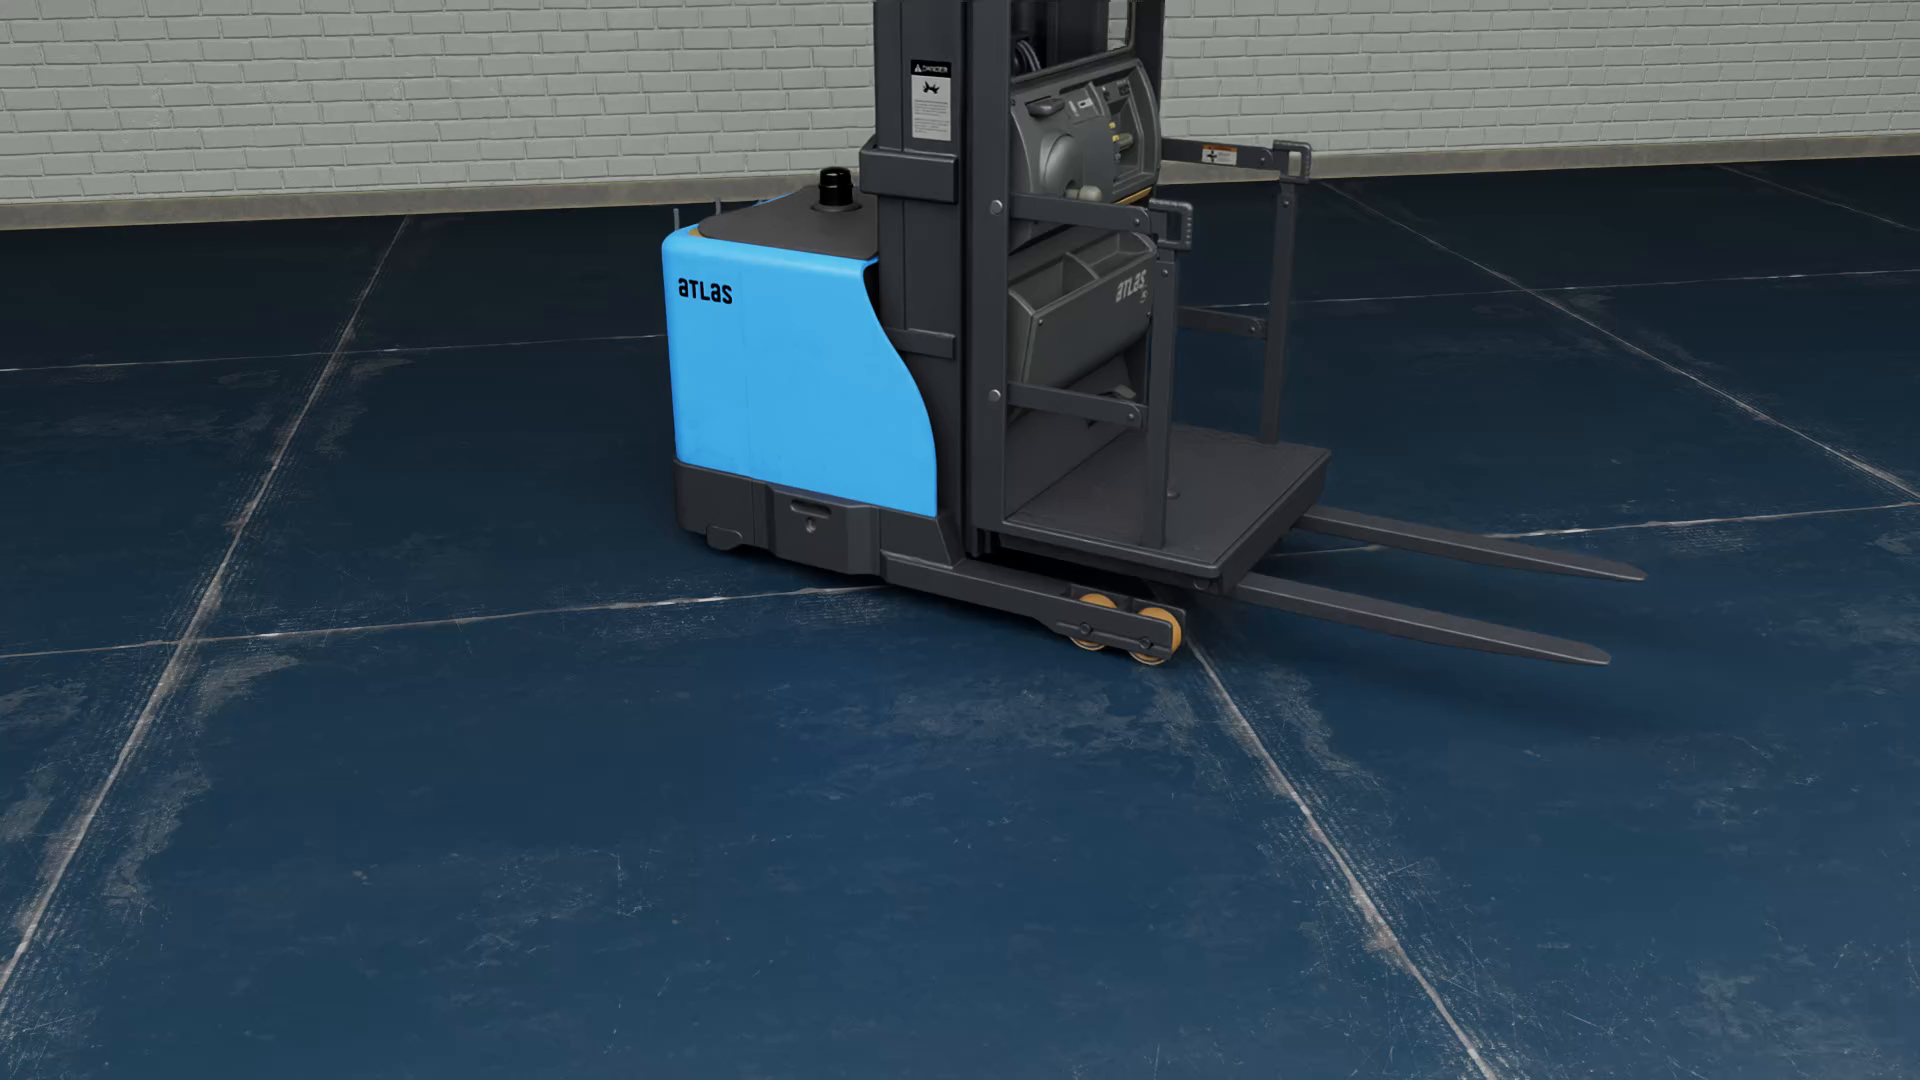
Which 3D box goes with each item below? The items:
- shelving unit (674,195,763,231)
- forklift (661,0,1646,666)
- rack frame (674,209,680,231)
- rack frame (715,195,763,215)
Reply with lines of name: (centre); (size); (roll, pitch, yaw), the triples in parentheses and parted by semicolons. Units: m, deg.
shelving unit: (-0.842, -0.688, 6.014); (0.215, 1.050, 0.252); (12, 26, 26)
forklift: (0.566, -1.217, 4.876); (3.031, 2.935, 1.130); (13, 27, 26)
rack frame: (-0.900, -0.645, 5.916); (0.200, 1.050, 0.008); (12, 26, 26)
rack frame: (-0.785, -0.731, 6.113); (0.200, 1.050, 0.008); (12, 26, 26)
